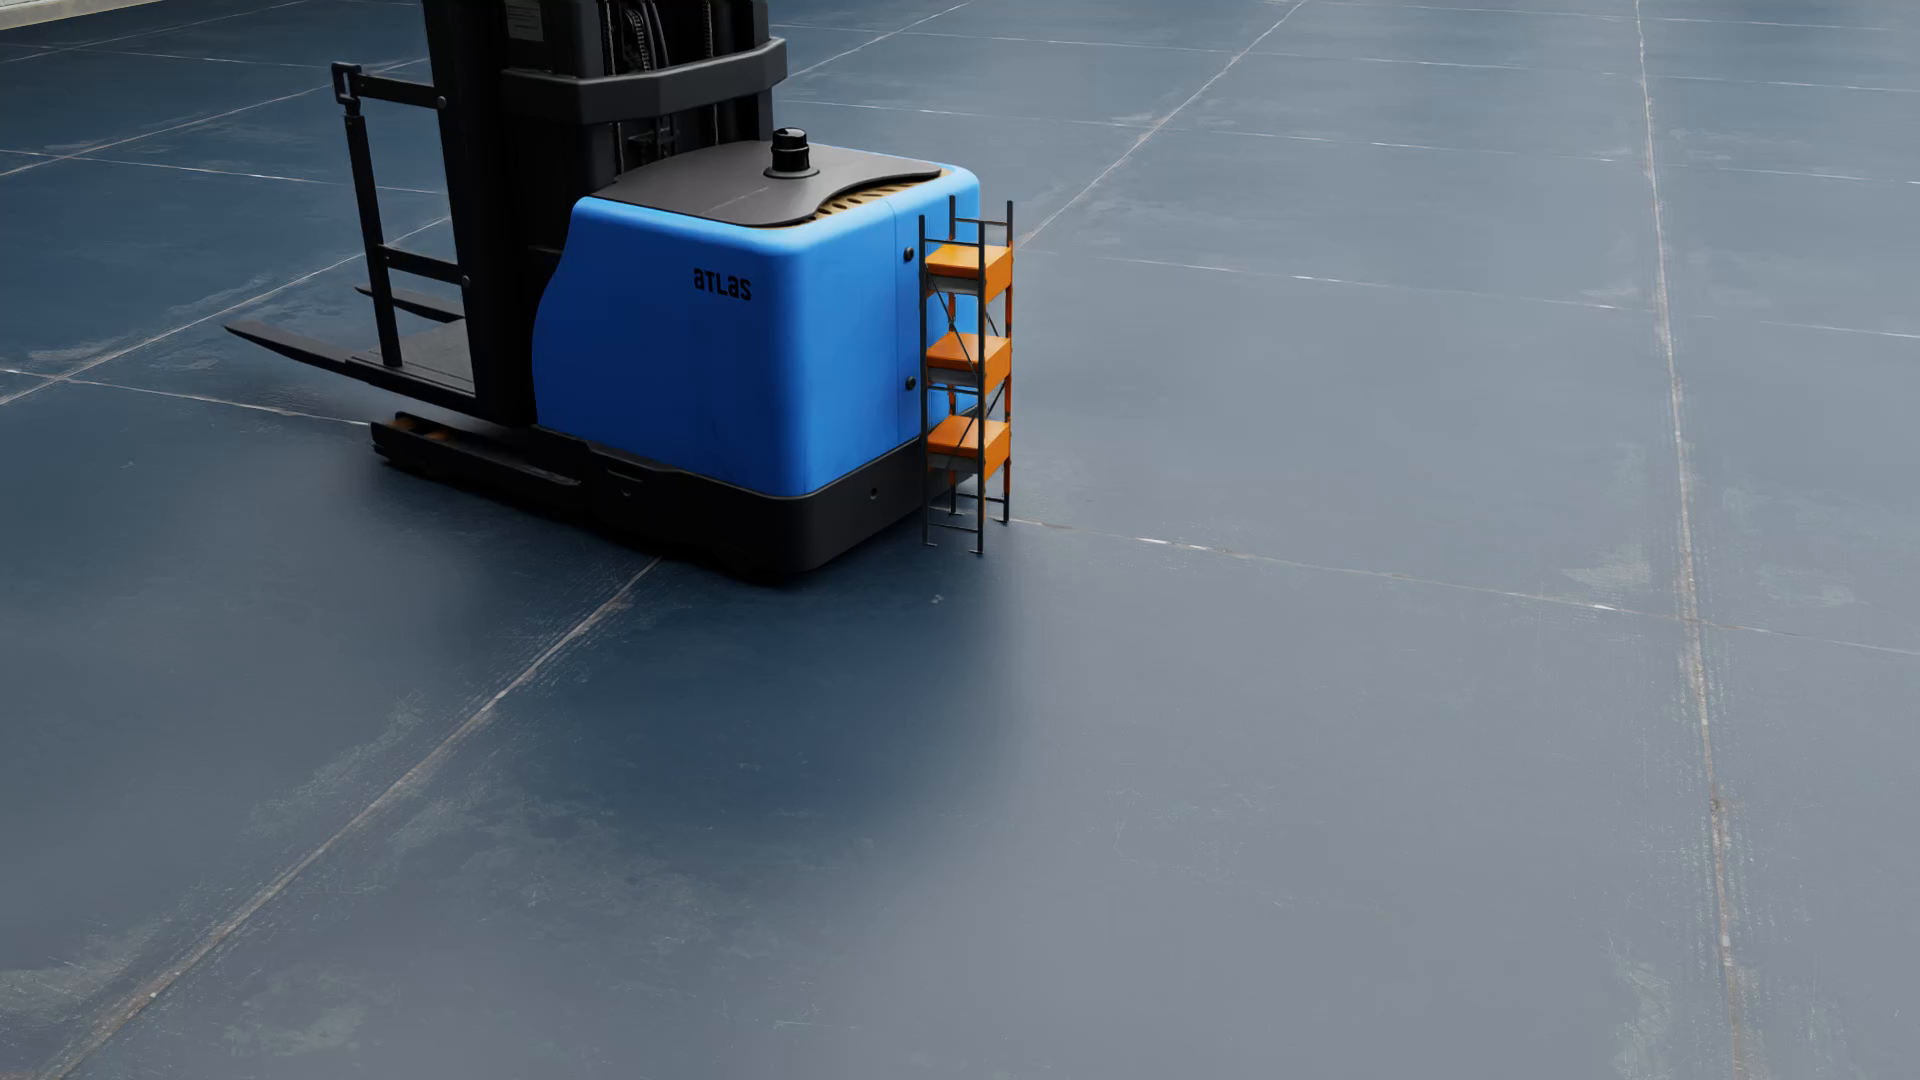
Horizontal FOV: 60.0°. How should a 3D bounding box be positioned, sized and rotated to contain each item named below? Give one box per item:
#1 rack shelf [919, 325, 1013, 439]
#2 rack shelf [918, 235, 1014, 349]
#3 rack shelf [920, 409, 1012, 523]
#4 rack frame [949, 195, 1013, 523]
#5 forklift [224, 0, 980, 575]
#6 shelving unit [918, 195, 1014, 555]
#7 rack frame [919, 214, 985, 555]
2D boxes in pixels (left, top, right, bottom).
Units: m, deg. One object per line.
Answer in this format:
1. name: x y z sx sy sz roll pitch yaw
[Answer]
1. rack shelf: 0.020 -0.484 5.069 0.215 0.259 0.240 9 27 19
2. rack shelf: 0.020 -0.740 4.946 0.215 0.259 0.240 9 27 19
3. rack shelf: 0.021 -0.234 5.190 0.215 0.259 0.240 9 27 19
4. rack frame: 0.063 -0.544 5.167 0.200 1.050 0.008 9 27 19
5. forklift: -1.427 -1.700 5.398 3.031 2.935 1.130 17 30 31
6. shelving unit: 0.020 -0.494 5.065 0.215 1.050 0.252 9 27 19
7. rack frame: -0.023 -0.444 4.962 0.200 1.050 0.008 9 27 19
